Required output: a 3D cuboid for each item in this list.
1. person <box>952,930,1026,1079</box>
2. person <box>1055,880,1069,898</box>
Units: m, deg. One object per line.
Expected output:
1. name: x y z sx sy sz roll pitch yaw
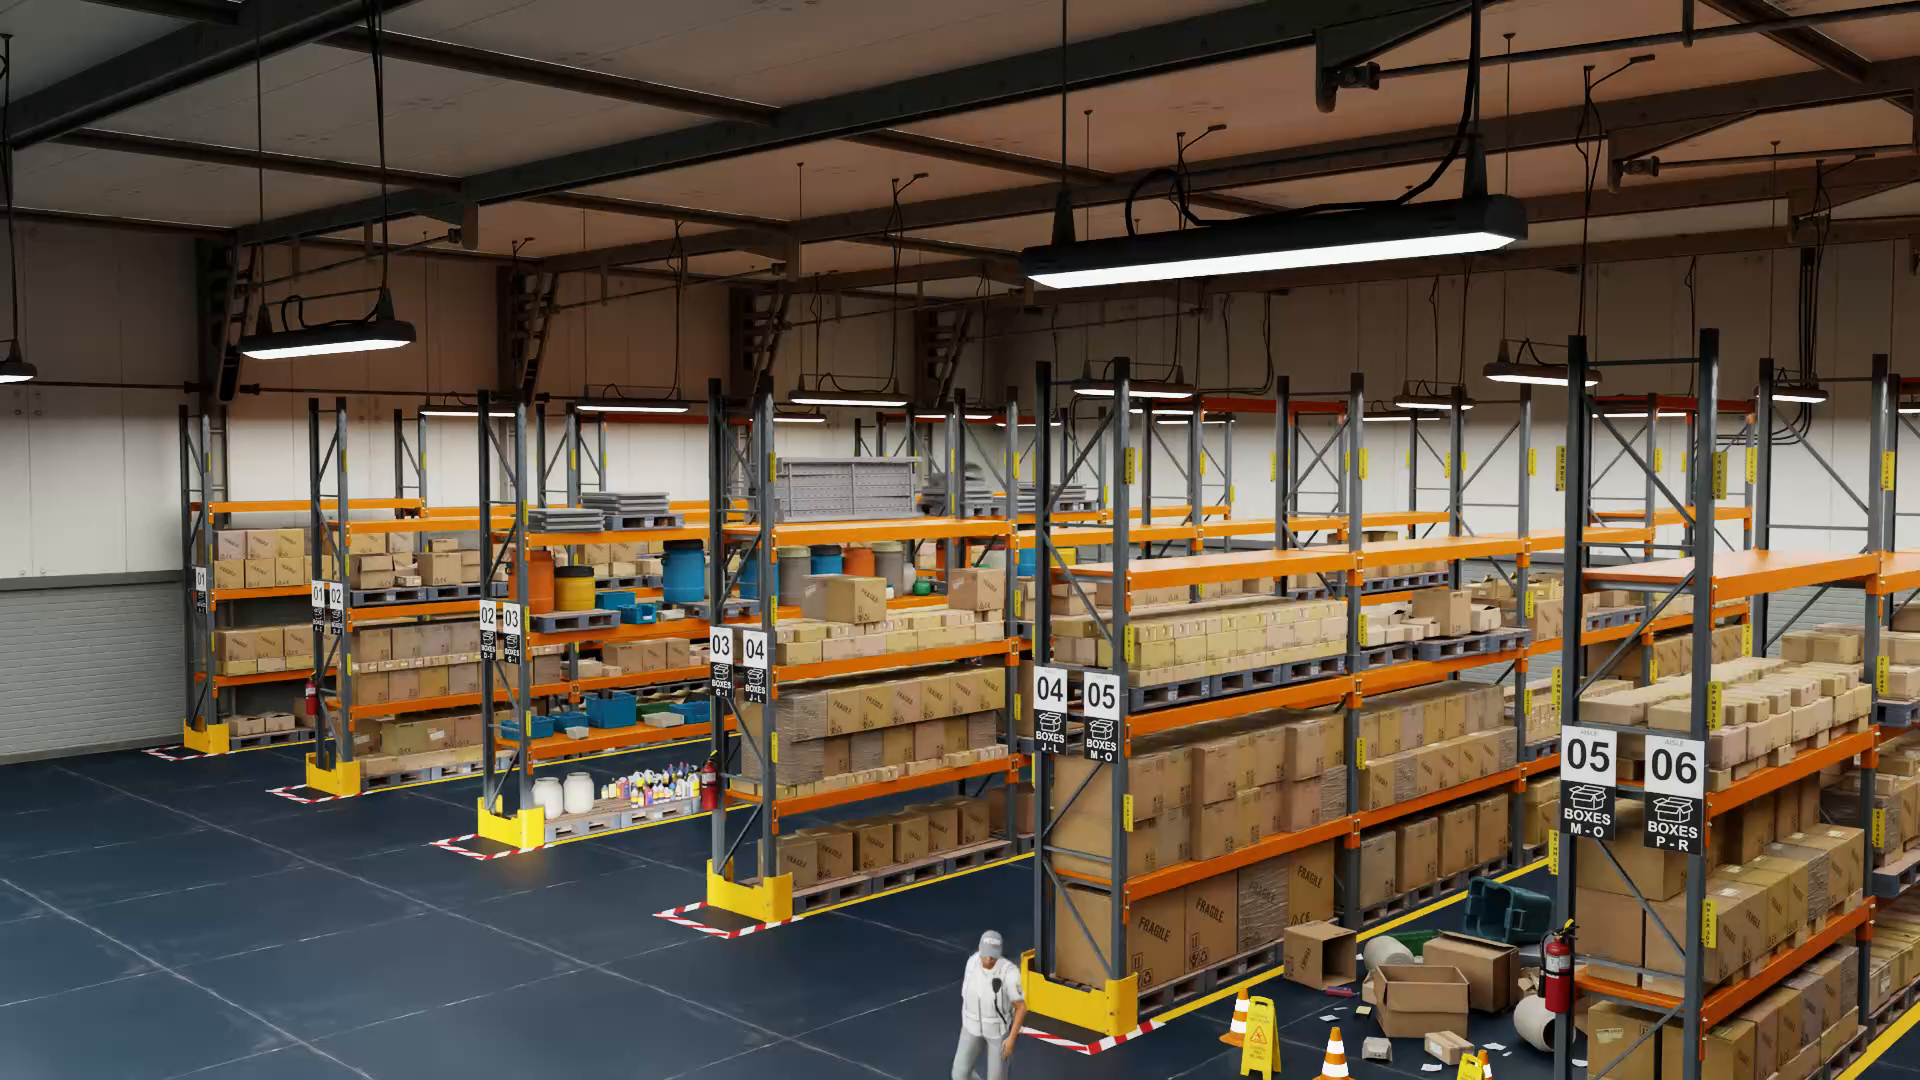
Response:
1. person: 0.228 3.700 12.509 0.606 1.616 0.604 1 3 22
2. person: 1.265 3.295 18.856 0.661 1.708 0.820 2 4 36
